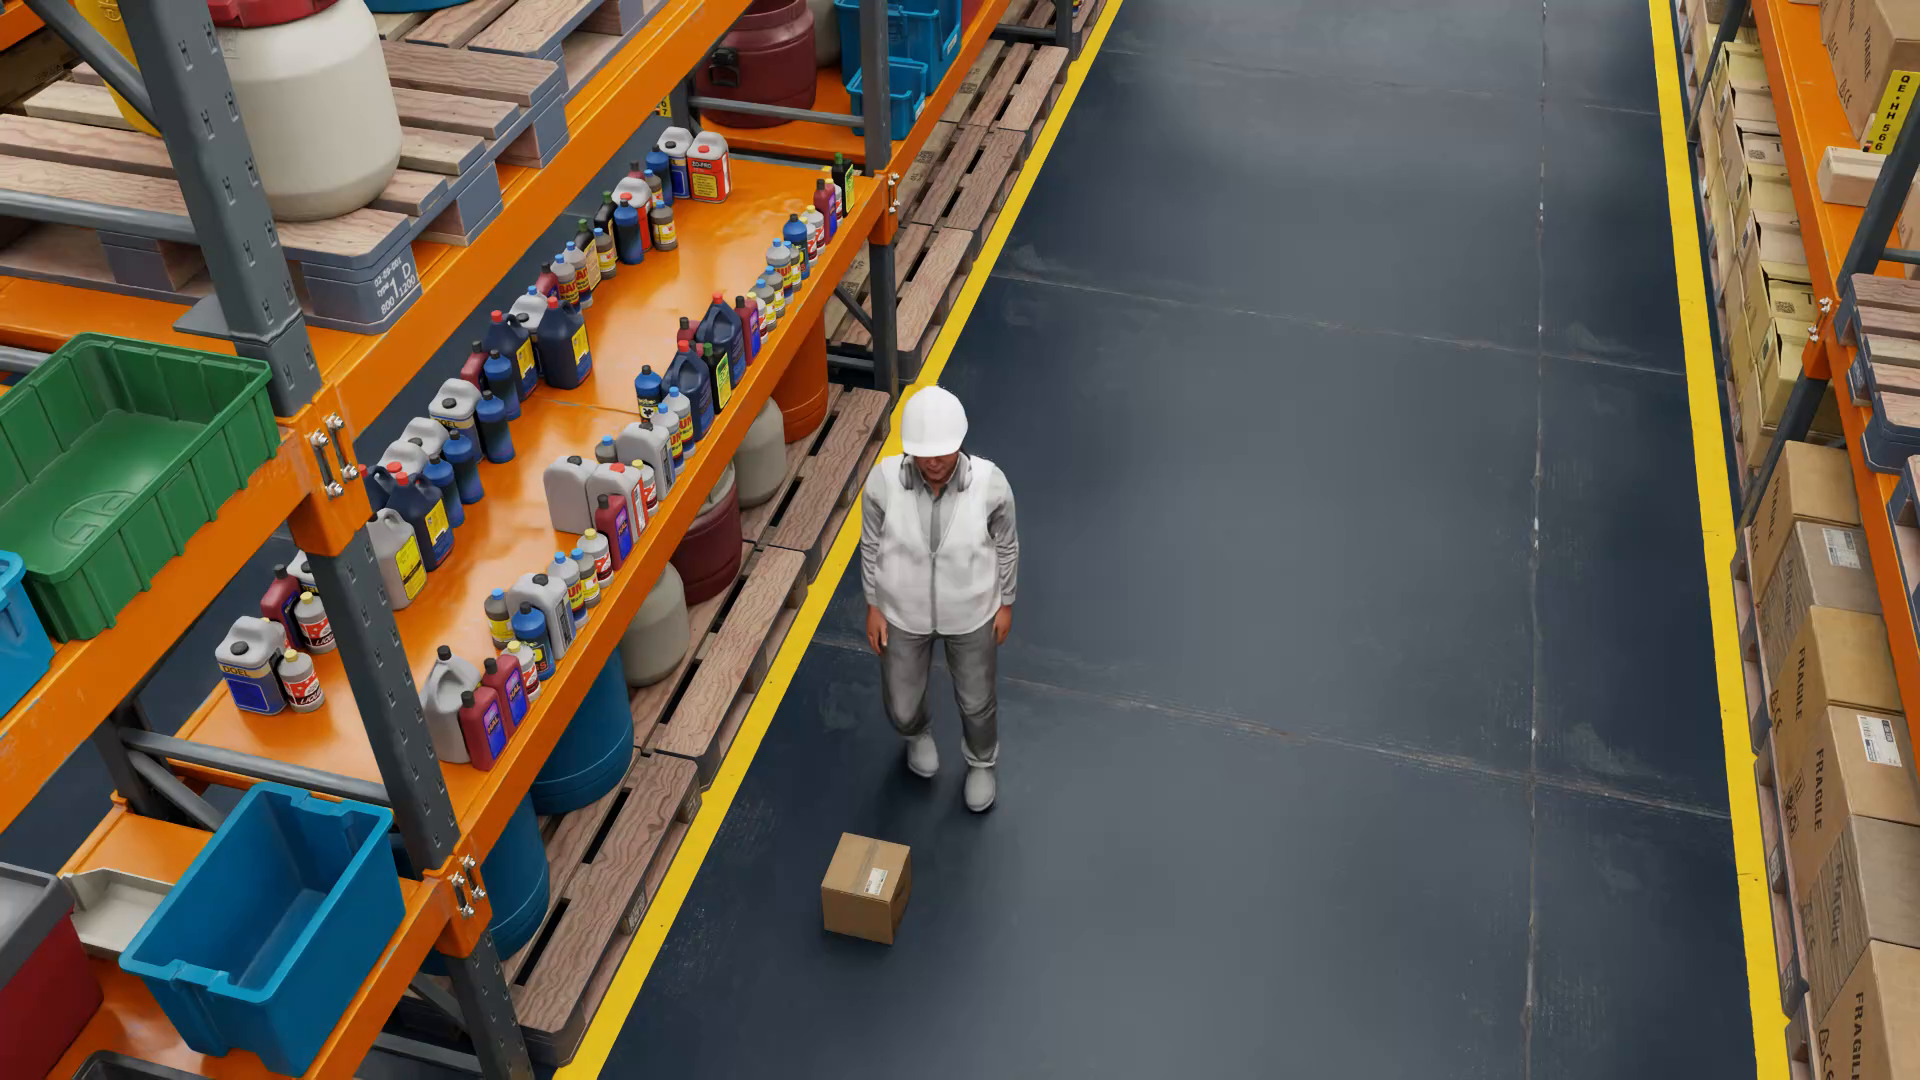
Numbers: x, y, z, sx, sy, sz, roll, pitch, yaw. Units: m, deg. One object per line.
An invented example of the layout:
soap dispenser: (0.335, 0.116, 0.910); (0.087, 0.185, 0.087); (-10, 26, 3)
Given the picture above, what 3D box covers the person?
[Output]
person: (-0.072, 0.231, 5.843); (0.548, 1.769, 0.410); (1, 41, 2)
